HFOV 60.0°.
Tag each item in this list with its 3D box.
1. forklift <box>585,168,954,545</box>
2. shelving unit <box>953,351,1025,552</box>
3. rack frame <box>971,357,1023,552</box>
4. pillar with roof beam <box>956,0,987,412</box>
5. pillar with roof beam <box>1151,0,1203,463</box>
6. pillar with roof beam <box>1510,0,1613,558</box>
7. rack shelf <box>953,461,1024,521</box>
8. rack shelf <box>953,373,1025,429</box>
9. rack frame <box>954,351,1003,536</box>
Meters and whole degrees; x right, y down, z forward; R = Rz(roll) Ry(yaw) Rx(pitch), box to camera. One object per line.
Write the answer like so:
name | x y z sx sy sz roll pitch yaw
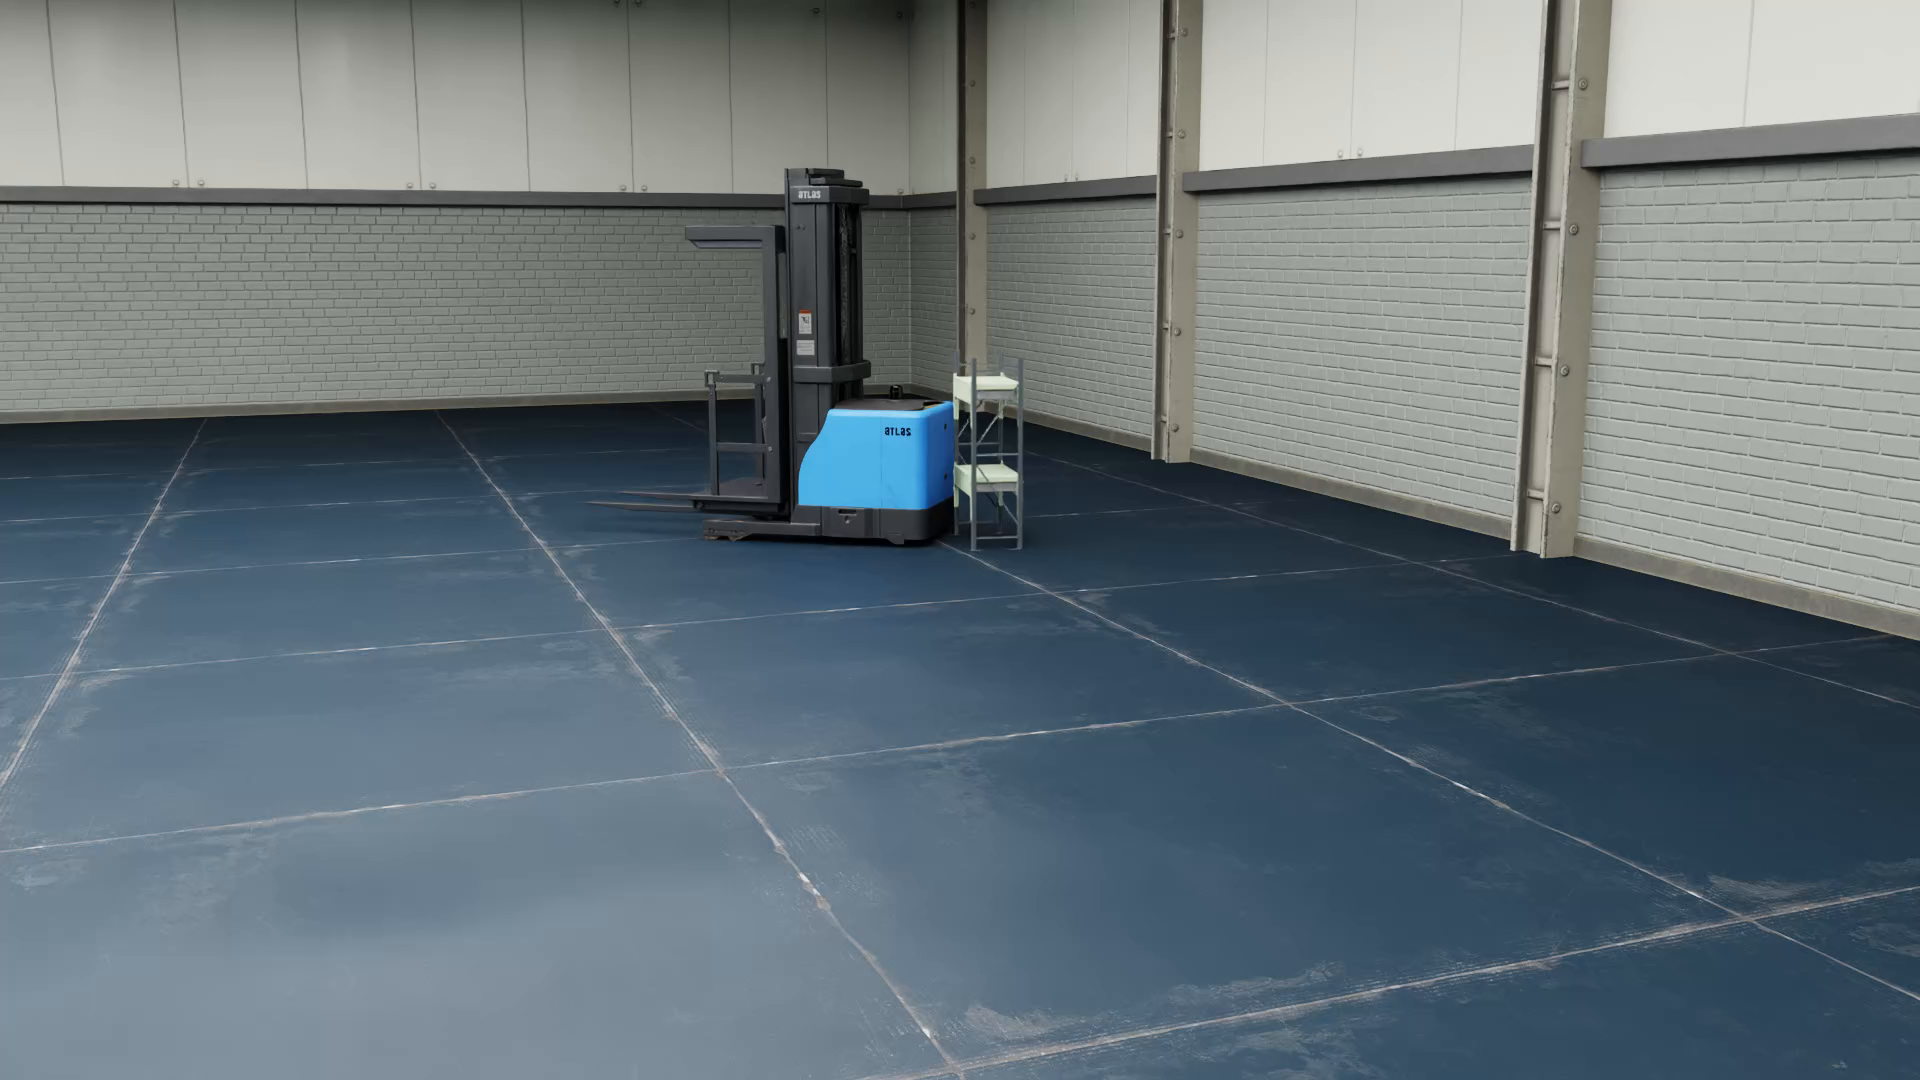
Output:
forklift | -1.591 -1.523 13.615 3.031 2.935 1.130 3 10 15
shelving unit | 0.218 -0.718 13.171 0.431 1.500 0.755 -2 10 -11
rack frame | 0.286 -0.655 12.817 0.400 1.500 0.023 -2 10 -11
pillar with roof beam | -3.848 -6.019 21.562 9.100 9.000 0.400 -4 11 -21
pillar with roof beam | -1.674 -5.040 16.056 9.100 9.000 0.400 -4 11 -21
pillar with roof beam | 0.500 -4.060 10.551 9.100 9.000 0.400 -4 11 -21
rack shelf | 0.218 -0.397 13.228 0.431 0.370 0.720 -2 10 -11
rack shelf | 0.218 -1.102 13.103 0.431 0.370 0.720 -2 10 -11
rack frame | 0.150 -0.780 13.525 0.400 1.500 0.023 -2 10 -11
